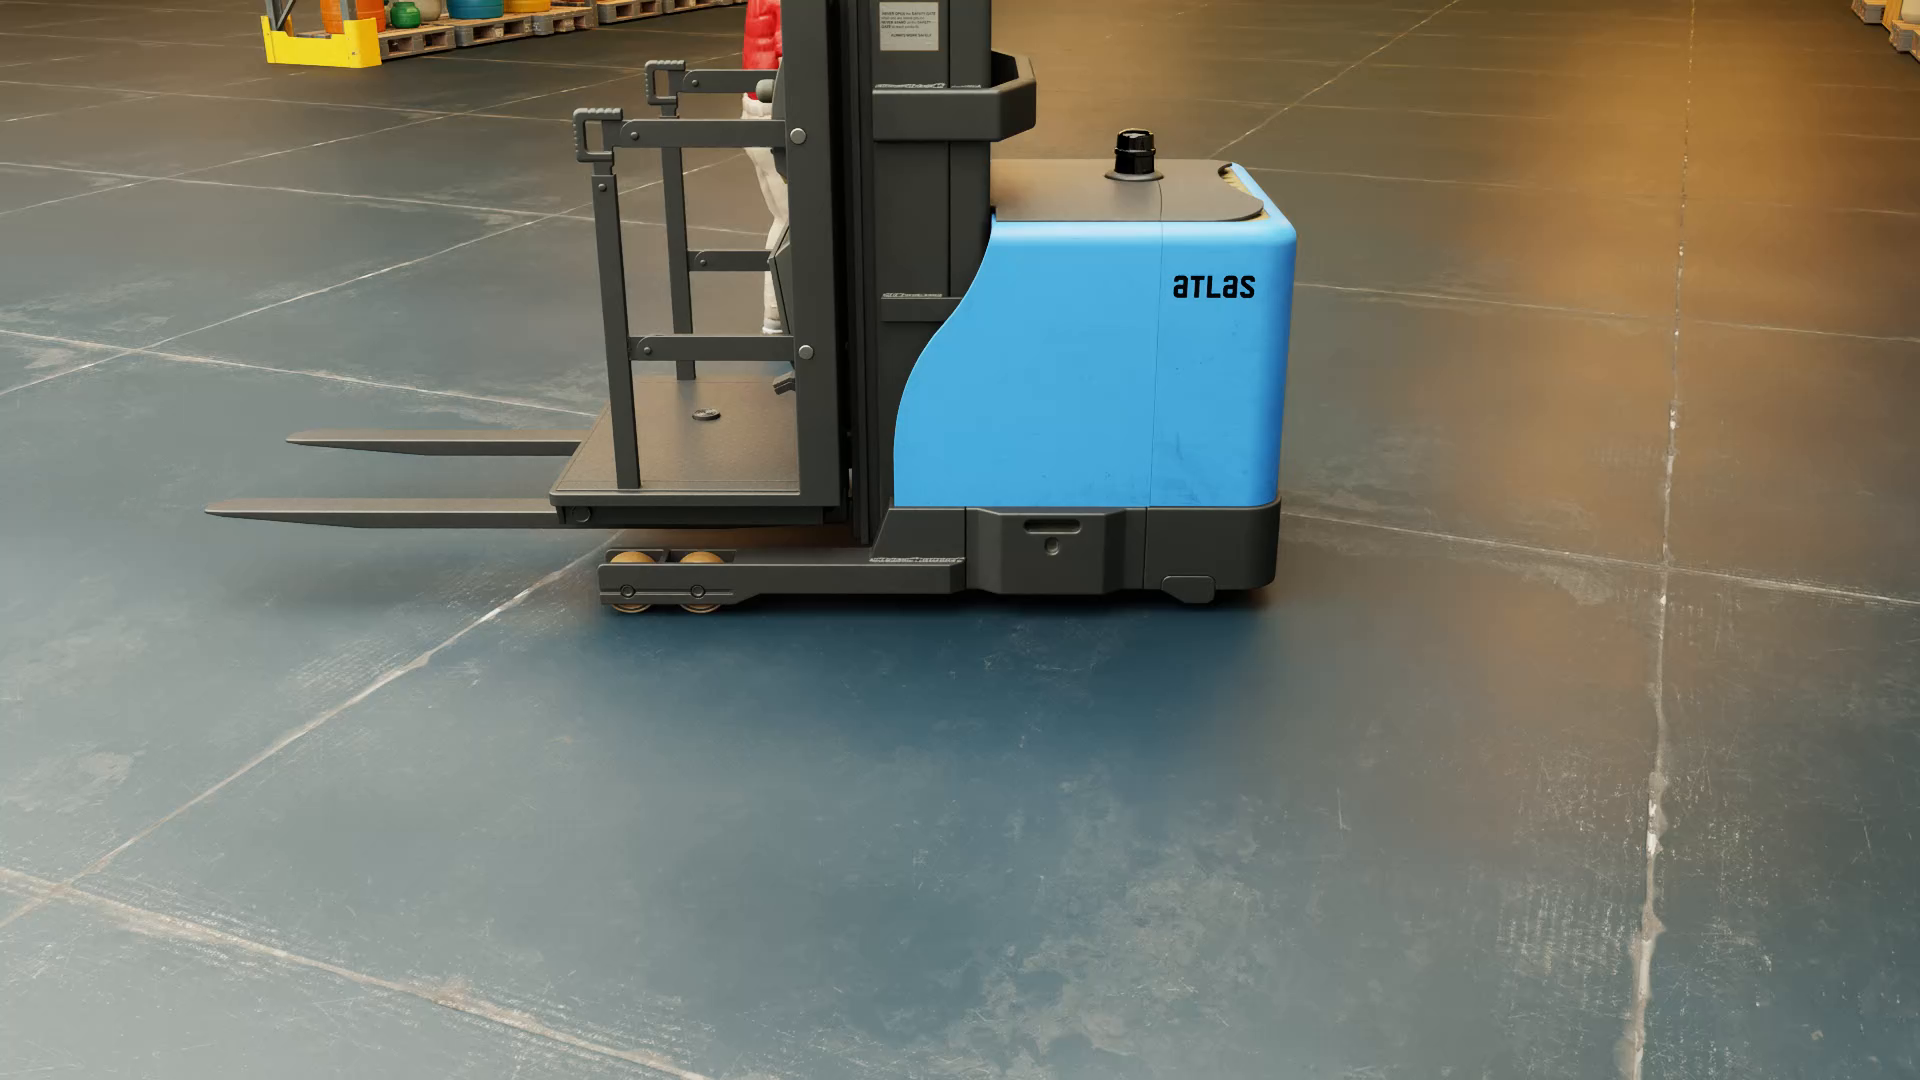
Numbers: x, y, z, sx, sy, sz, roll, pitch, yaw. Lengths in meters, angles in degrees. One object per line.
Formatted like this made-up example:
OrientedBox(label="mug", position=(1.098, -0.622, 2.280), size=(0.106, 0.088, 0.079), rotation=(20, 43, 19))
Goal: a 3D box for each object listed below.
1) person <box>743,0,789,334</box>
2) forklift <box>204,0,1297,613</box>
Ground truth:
OrientedBox(label="person", position=(-0.679, -1.659, 6.819), size=(0.397, 1.727, 0.585), rotation=(-7, 24, -17))
OrientedBox(label="forklift", position=(-0.628, -1.354, 4.531), size=(3.031, 2.935, 1.130), rotation=(0, 23, 0))
